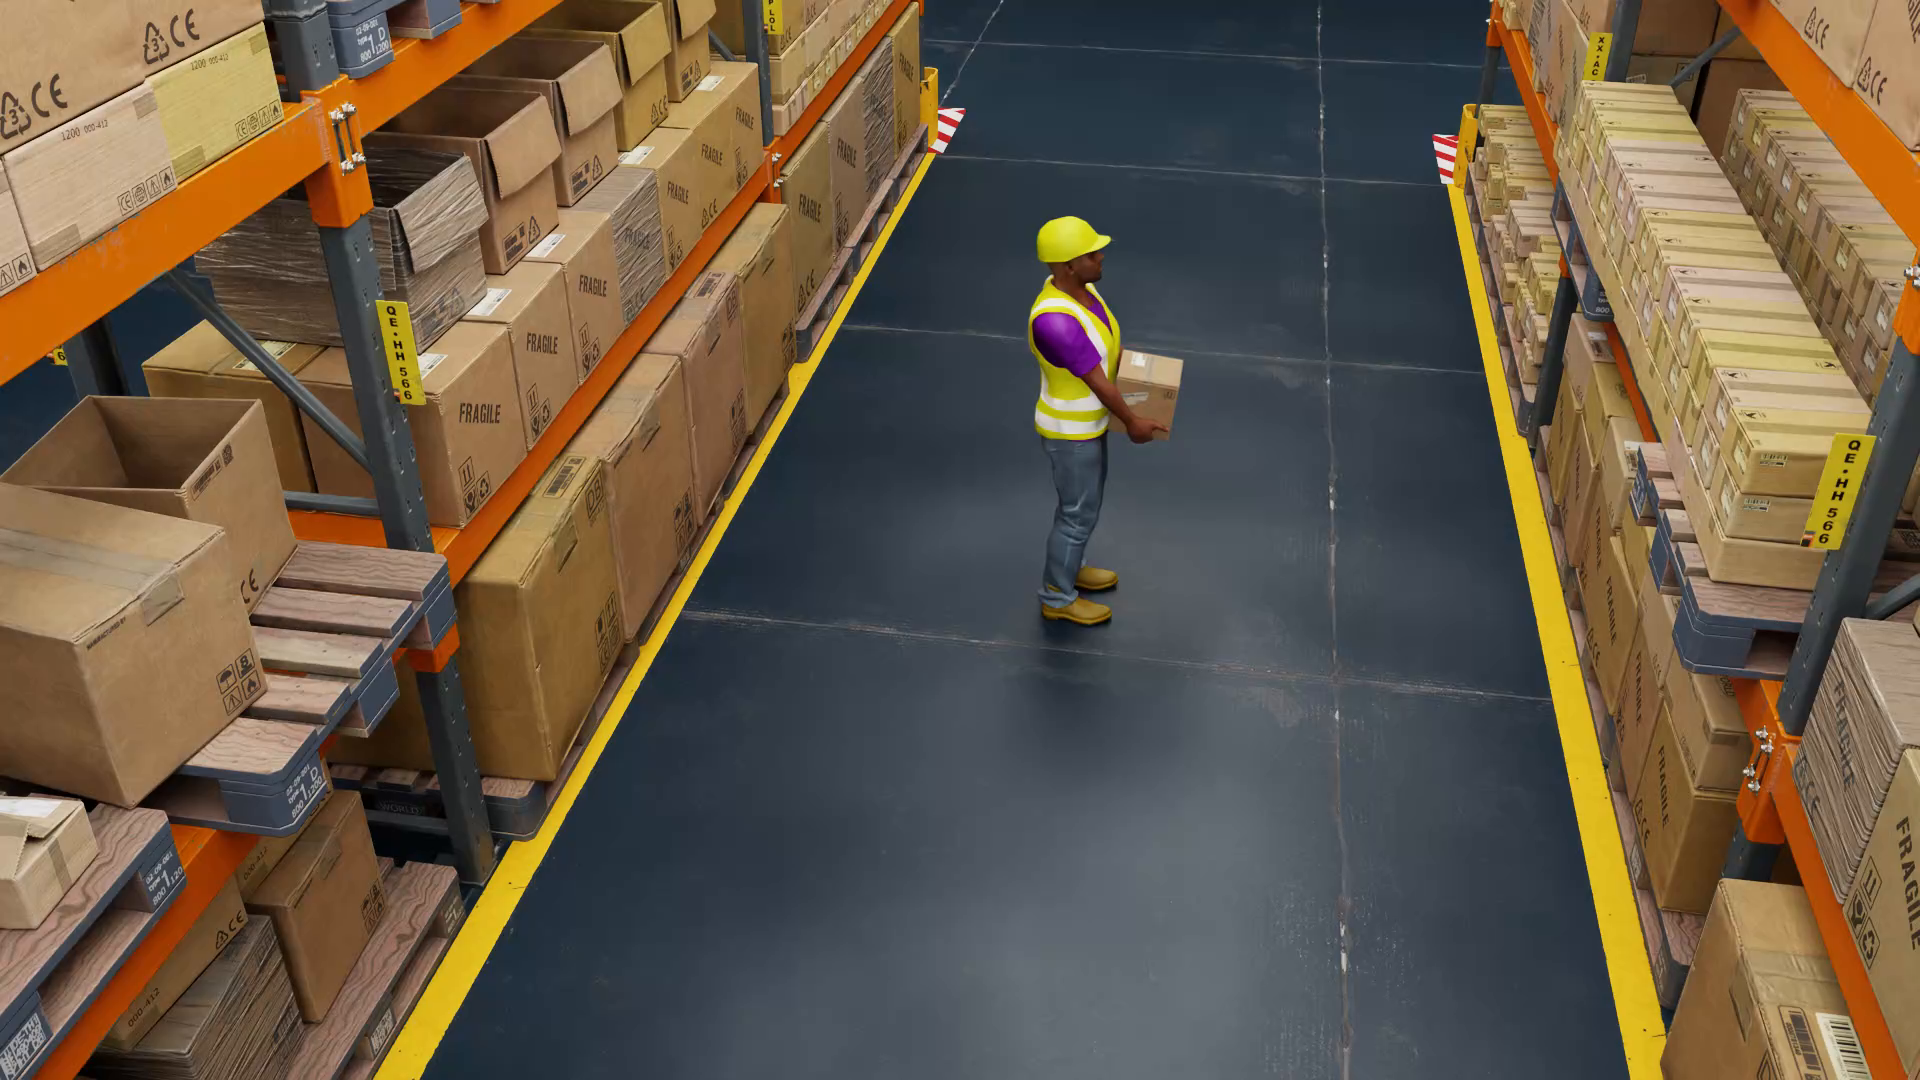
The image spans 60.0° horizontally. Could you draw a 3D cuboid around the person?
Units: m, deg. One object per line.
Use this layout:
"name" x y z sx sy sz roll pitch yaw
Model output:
"person" 0.580 -0.485 6.891 0.587 1.761 0.502 6 33 9
